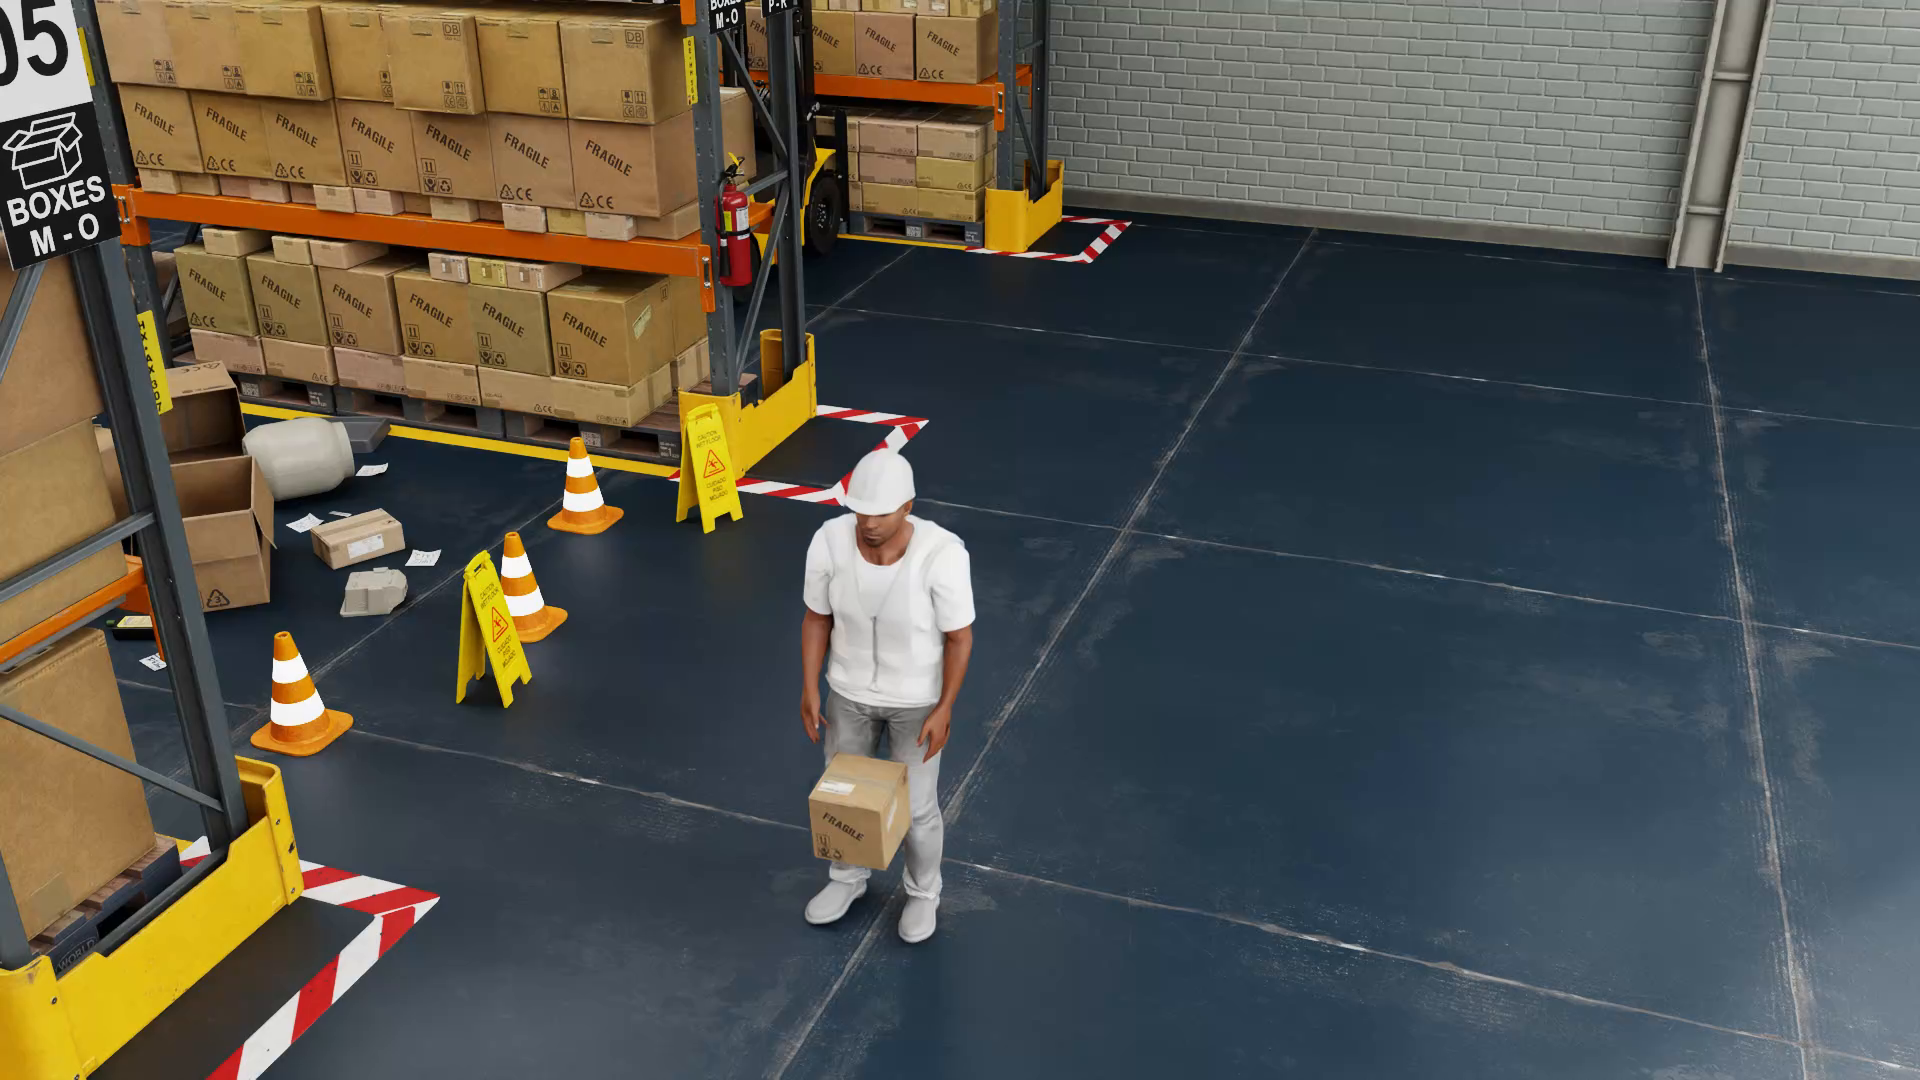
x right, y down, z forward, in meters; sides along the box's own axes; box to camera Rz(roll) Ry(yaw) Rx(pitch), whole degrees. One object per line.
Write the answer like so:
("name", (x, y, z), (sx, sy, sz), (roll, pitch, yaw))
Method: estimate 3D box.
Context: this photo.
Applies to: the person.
("person", (-0.243, 0.507, 5.524), (0.586, 1.766, 0.419), (8, 27, 16))
